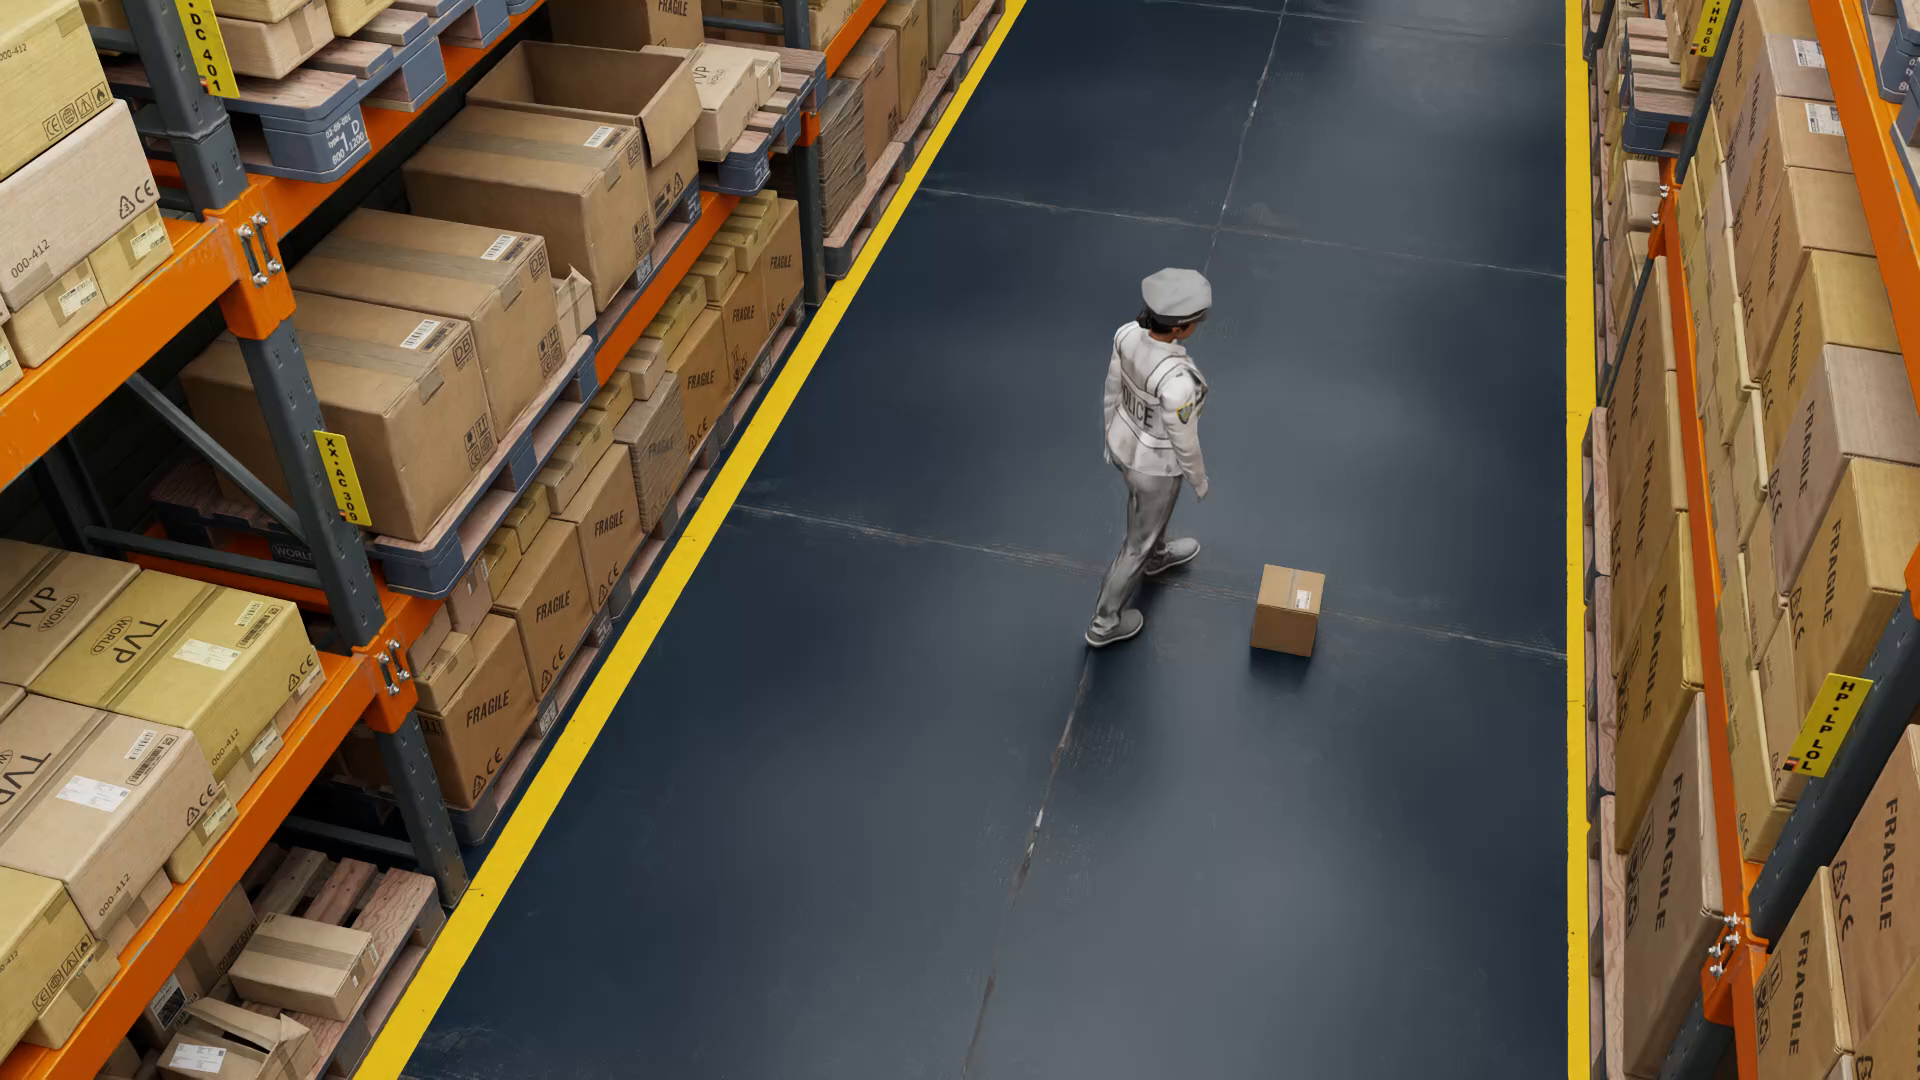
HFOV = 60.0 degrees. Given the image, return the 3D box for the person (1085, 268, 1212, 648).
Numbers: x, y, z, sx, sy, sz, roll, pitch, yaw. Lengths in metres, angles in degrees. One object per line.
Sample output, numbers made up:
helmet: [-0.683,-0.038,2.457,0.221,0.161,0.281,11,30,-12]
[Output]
person: [0.794,-0.348,6.534,0.699,1.637,0.520,-15,43,-16]
